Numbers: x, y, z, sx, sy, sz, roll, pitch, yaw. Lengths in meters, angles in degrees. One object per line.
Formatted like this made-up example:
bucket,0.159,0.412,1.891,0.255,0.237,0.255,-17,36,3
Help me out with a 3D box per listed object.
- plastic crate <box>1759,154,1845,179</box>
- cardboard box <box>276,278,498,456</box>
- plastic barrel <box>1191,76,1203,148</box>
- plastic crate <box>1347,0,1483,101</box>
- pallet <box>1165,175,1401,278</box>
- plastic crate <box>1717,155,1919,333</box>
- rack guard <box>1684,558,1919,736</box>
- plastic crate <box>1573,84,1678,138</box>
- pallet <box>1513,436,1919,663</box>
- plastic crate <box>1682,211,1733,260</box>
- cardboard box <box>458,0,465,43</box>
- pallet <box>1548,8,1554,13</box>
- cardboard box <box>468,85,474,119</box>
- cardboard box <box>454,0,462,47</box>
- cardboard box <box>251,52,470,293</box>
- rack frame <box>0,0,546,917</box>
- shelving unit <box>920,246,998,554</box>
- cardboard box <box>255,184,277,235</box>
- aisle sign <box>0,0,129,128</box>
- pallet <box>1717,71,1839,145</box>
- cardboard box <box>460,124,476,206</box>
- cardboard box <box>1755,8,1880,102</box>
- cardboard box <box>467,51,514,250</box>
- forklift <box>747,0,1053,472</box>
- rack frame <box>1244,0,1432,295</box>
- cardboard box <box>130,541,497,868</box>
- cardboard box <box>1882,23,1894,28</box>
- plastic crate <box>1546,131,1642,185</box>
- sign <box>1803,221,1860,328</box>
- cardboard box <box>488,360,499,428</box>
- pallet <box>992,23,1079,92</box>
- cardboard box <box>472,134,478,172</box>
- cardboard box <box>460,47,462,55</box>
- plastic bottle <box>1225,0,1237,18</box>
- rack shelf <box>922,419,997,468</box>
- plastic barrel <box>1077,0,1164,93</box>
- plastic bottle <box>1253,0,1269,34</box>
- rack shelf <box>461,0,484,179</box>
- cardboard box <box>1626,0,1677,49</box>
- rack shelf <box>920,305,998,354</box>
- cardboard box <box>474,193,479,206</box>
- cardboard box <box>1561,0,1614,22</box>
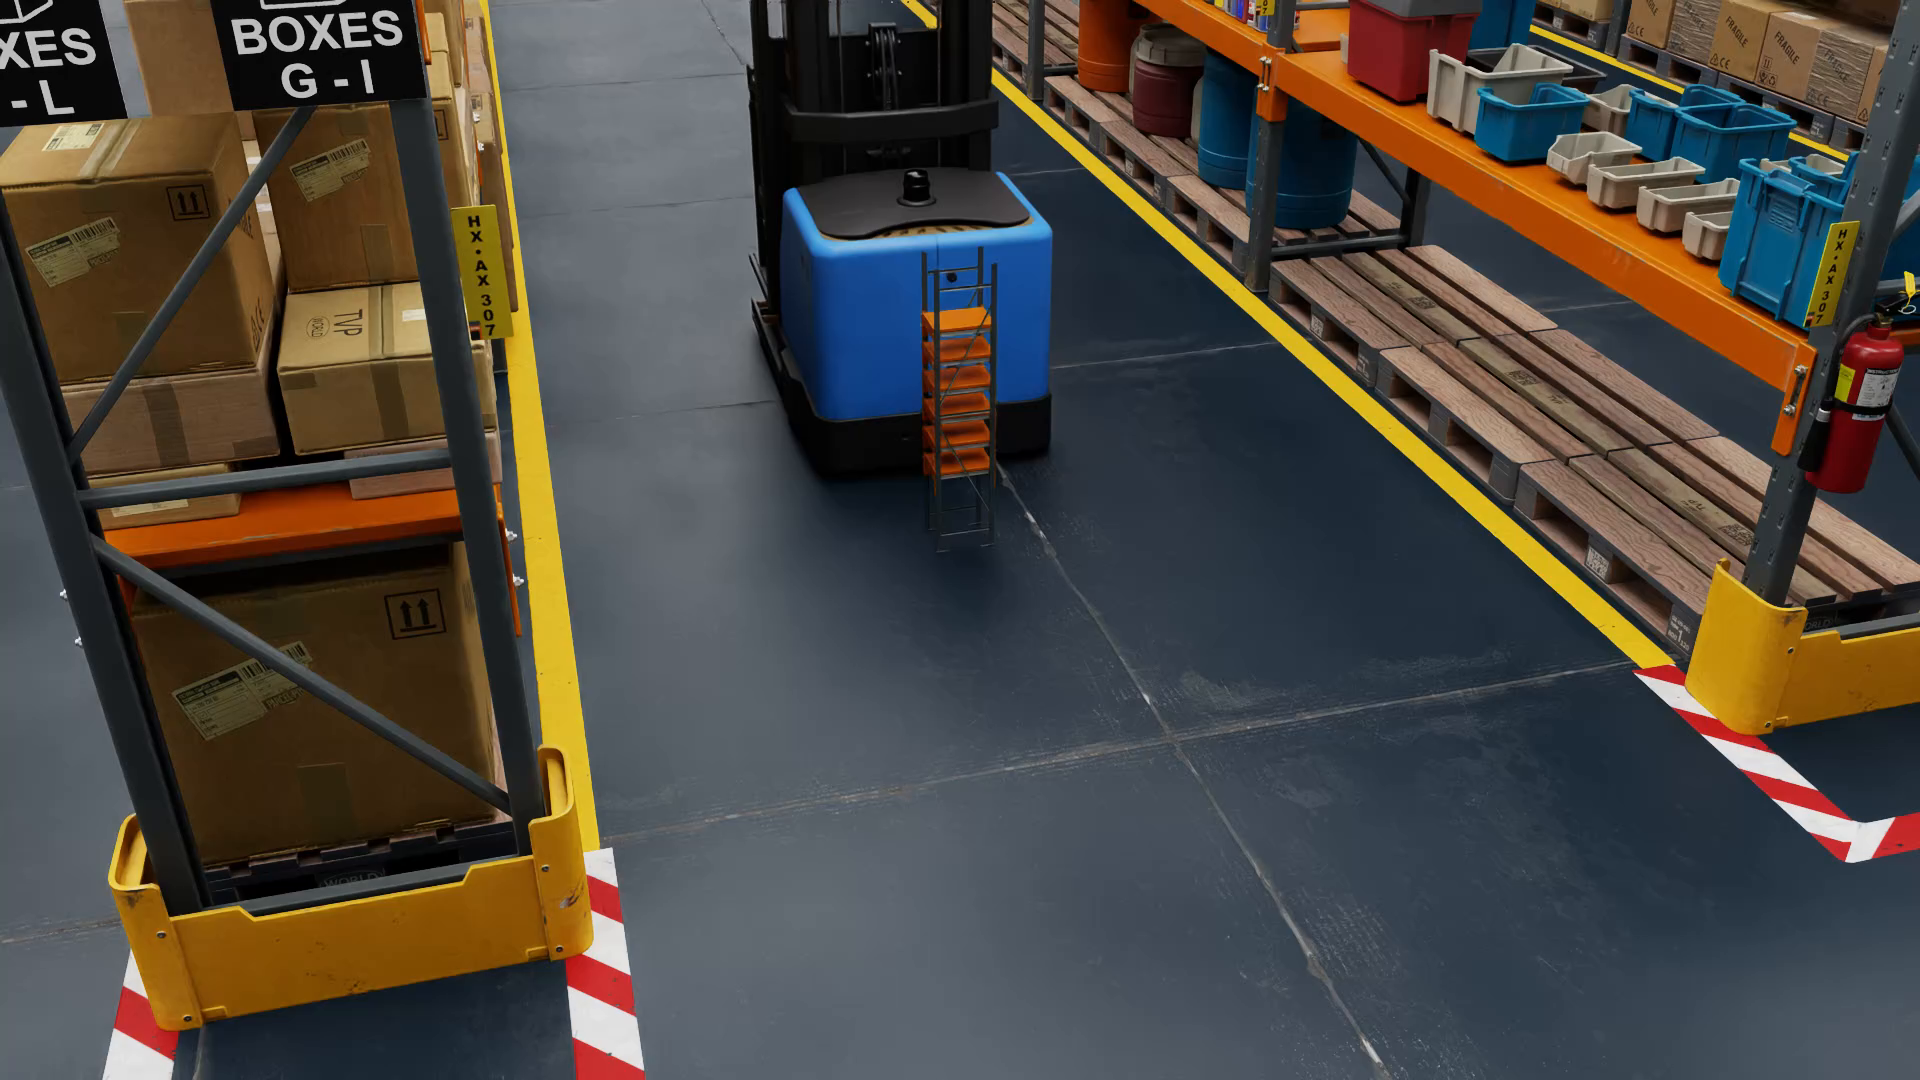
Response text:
plastic crate,3.191,-1.369,6.324,0.250,0.136,0.298,-8,31,-13
cardboard box,-1.518,-0.473,4.426,0.500,0.250,0.500,-9,31,-15
plastic barrel,1.683,-2.729,10.535,0.421,0.512,0.421,0,30,0
plastic crate,2.057,-2.321,7.643,0.402,0.464,0.583,-8,31,-13
pallet,1.898,-1.904,9.828,1.003,0.211,1.213,-8,31,-13
plastic crate,2.855,-0.979,5.351,0.616,0.435,0.499,-8,31,-13
rack guard,3.143,0.291,5.748,1.175,0.500,0.348,-8,31,-13
plastic crate,2.814,-1.843,7.143,0.293,0.136,0.466,-8,31,-13
pallet,2.943,0.003,6.534,1.003,0.211,1.213,-8,31,-13
plastic crate,2.733,-1.082,5.828,0.396,0.136,0.243,-8,31,-13
cardboard box,-2.861,-2.857,8.592,0.500,0.500,0.500,-9,31,-14
pallet,5.276,-5.105,15.359,1.003,0.211,1.213,-8,31,-13
cardboard box,-2.316,-1.861,7.222,0.380,0.149,0.250,-8,31,-13
cardboard box,-2.333,-2.276,6.791,0.500,0.500,0.500,-7,31,-12
cardboard box,-1.651,-1.039,4.656,0.500,0.500,0.500,-9,31,-14
rack frame,-1.651,-0.142,4.001,1.000,3.000,0.127,-8,31,-13
shelving unit,-0.004,-0.526,6.462,0.258,1.200,0.189,-8,31,-13
cardboard box,-2.305,-0.895,5.155,0.500,0.250,0.500,-9,31,-15
aisle sign,-1.921,-1.192,3.220,0.394,0.787,0.004,-8,31,-13
pallet,6.259,-3.160,11.999,1.003,0.211,1.213,-8,31,-13
cardboard box,-1.936,-1.218,5.713,0.500,0.250,0.500,-8,31,-14
cardboard box,6.039,-3.425,11.730,0.500,0.500,0.500,-9,31,-15
cardboard box,-3.140,-2.074,9.040,1.225,0.875,0.875,-9,31,-15
forklift,-0.453,-2.285,7.773,1.130,2.935,3.031,-7,31,-12
rack frame,2.062,-2.732,8.476,1.000,3.000,0.127,-8,31,-13
cardboard box,-1.898,0.298,4.943,0.875,0.875,0.875,-8,31,-13
cardboard box,6.668,-3.262,11.448,0.500,0.500,0.500,-7,31,-13
plastic crate,2.476,-1.496,6.543,0.298,0.136,0.250,-8,31,-13
sign,2.598,-0.790,4.958,0.100,0.325,0.005,-8,31,-13
cardboard box,-1.497,-0.372,4.649,0.380,0.149,0.250,-8,31,-14
pallet,0.832,-3.837,13.168,1.003,0.211,1.213,-8,31,-13
cardboard box,-2.111,-1.489,6.579,0.380,0.149,0.250,-7,31,-12
cardboard box,-2.343,-1.959,6.993,0.500,0.250,0.500,-8,31,-14
plastic bottle,1.549,-3.002,9.067,0.152,0.276,0.135,-8,31,-13
rack shelf,-0.004,-0.384,6.544,0.258,0.103,0.180,-8,31,-13
plastic barrel,1.147,-3.673,11.848,0.600,0.830,0.708,-8,31,-13
plastic bottle,1.646,-2.826,8.762,0.152,0.276,0.135,-8,31,-13
rack shelf,-3.244,-2.728,9.188,1.077,0.370,4.000,-8,31,-13
cardboard box,5.623,-4.172,13.019,0.500,0.500,0.500,-7,31,-11
rack shelf,-0.004,-0.799,6.303,0.258,0.103,0.180,-8,31,-13
cardboard box,-1.908,-1.118,5.937,0.380,0.149,0.250,-7,31,-12
cardboard box,5.402,-4.534,13.915,0.500,0.250,0.500,-7,31,-12
